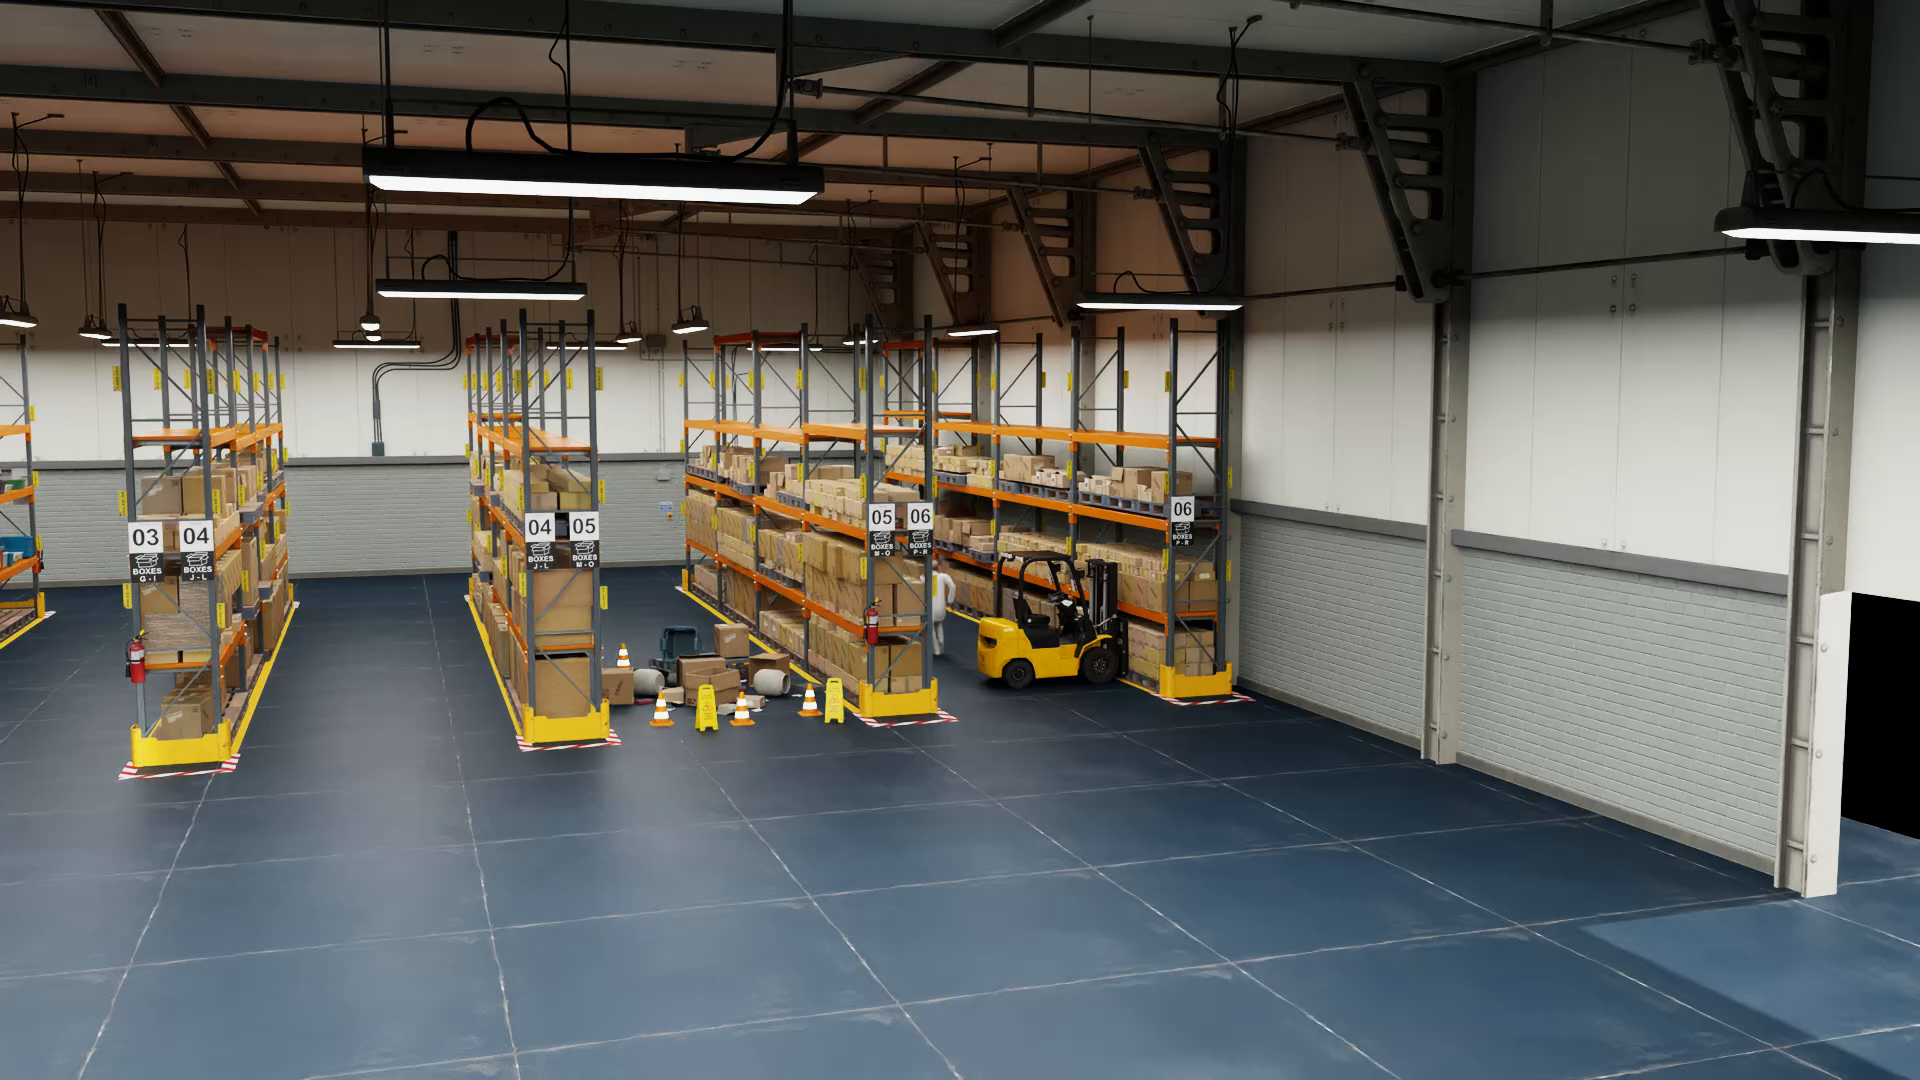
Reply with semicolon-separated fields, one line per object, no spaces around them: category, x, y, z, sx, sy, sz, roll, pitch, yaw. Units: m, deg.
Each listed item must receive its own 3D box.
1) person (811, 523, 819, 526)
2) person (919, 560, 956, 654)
person;-3.315;0.270;38.387;0.334;1.577;0.472;-5;8;-44
person;-0.483;1.244;30.667;0.689;1.755;0.729;-1;6;-15
